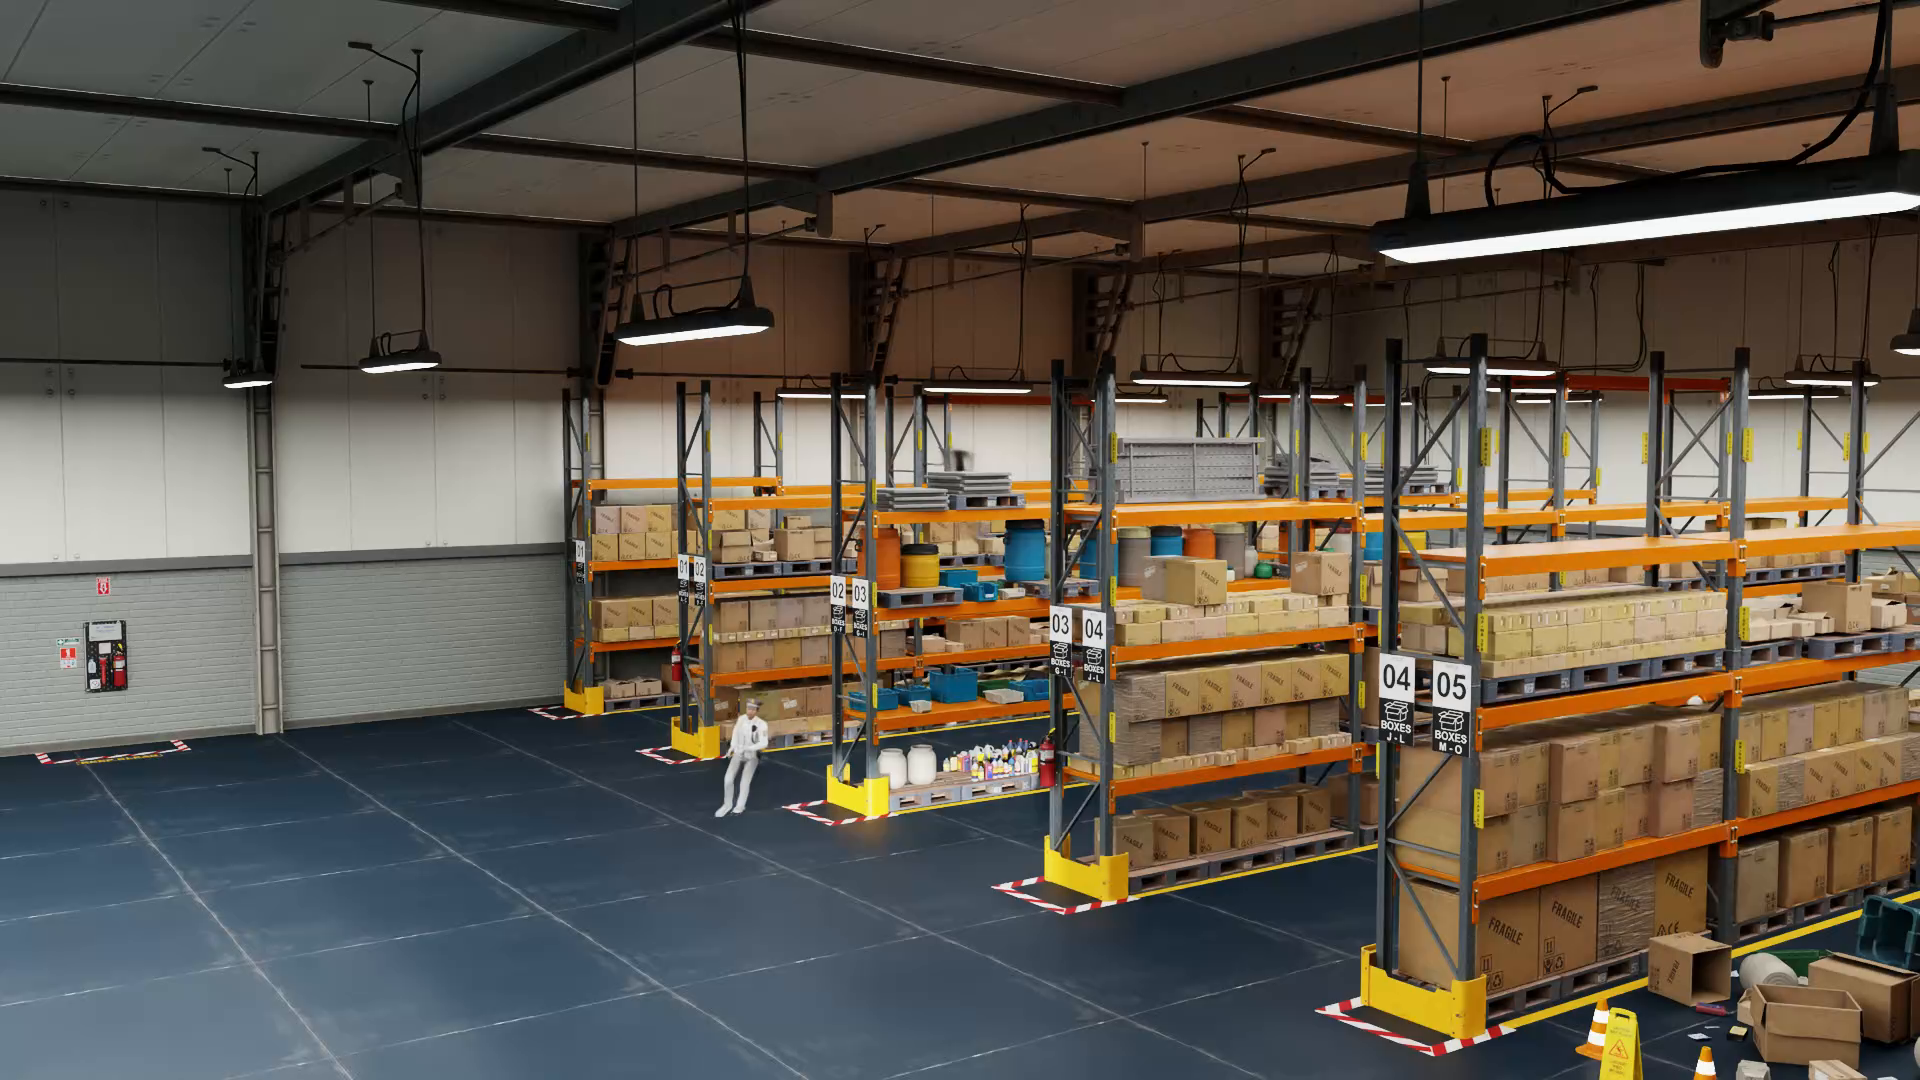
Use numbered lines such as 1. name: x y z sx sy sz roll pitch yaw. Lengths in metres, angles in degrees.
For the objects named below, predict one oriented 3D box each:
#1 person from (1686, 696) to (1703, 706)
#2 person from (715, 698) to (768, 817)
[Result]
1. person: 9.666 2.893 21.908 0.794 1.714 0.710 -2 4 -32
2. person: -2.918 2.910 22.308 0.742 1.627 0.696 1 4 12
